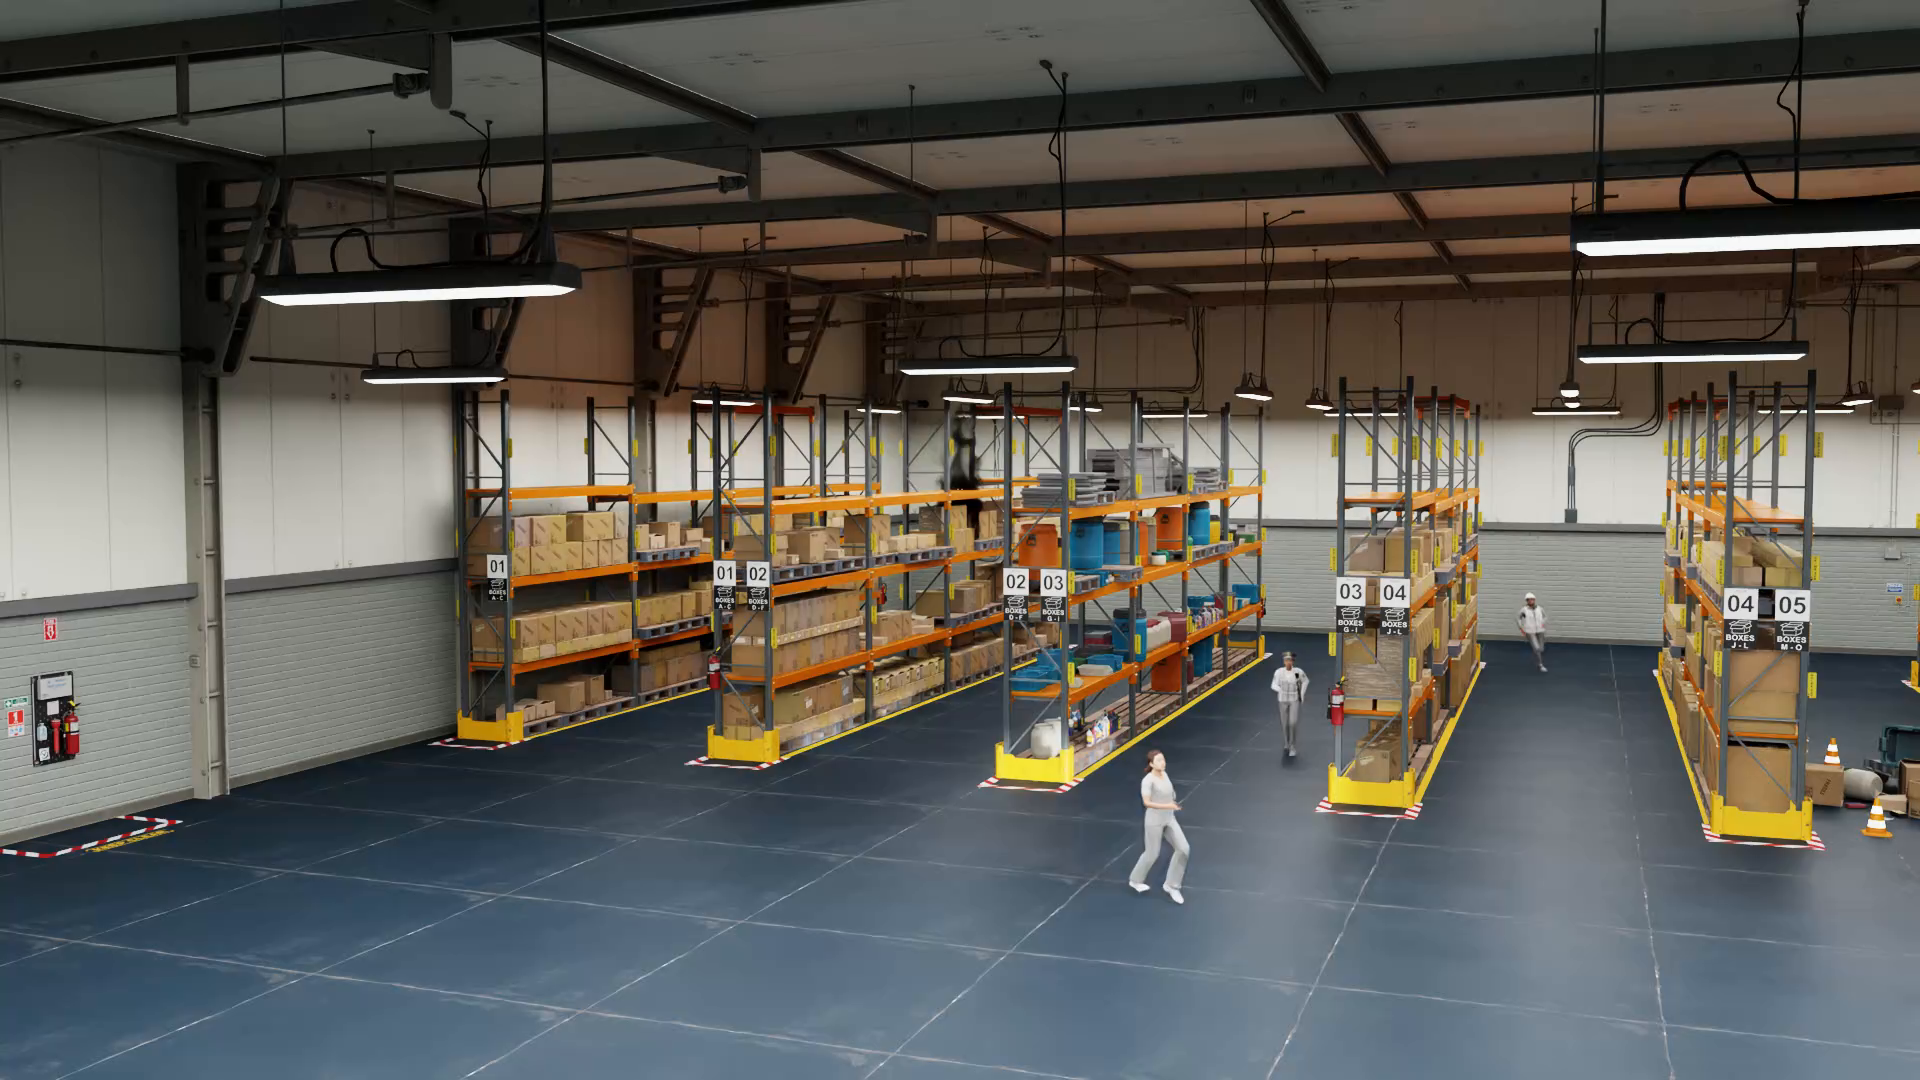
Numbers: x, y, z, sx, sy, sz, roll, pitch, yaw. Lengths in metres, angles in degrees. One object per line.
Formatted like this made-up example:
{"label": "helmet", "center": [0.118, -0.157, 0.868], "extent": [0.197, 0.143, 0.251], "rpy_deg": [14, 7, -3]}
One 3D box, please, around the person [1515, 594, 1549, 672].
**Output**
{"label": "person", "center": [12.899, 2.070, 37.428], "extent": [0.716, 1.738, 0.798], "rpy_deg": [0, 3, 3]}

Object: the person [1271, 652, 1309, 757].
{"label": "person", "center": [5.375, 2.669, 27.167], "extent": [0.556, 1.725, 0.770], "rpy_deg": [1, 3, 22]}

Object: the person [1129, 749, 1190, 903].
{"label": "person", "center": [2.212, 3.169, 18.509], "extent": [0.570, 1.694, 0.738], "rpy_deg": [-3, 4, -41]}
